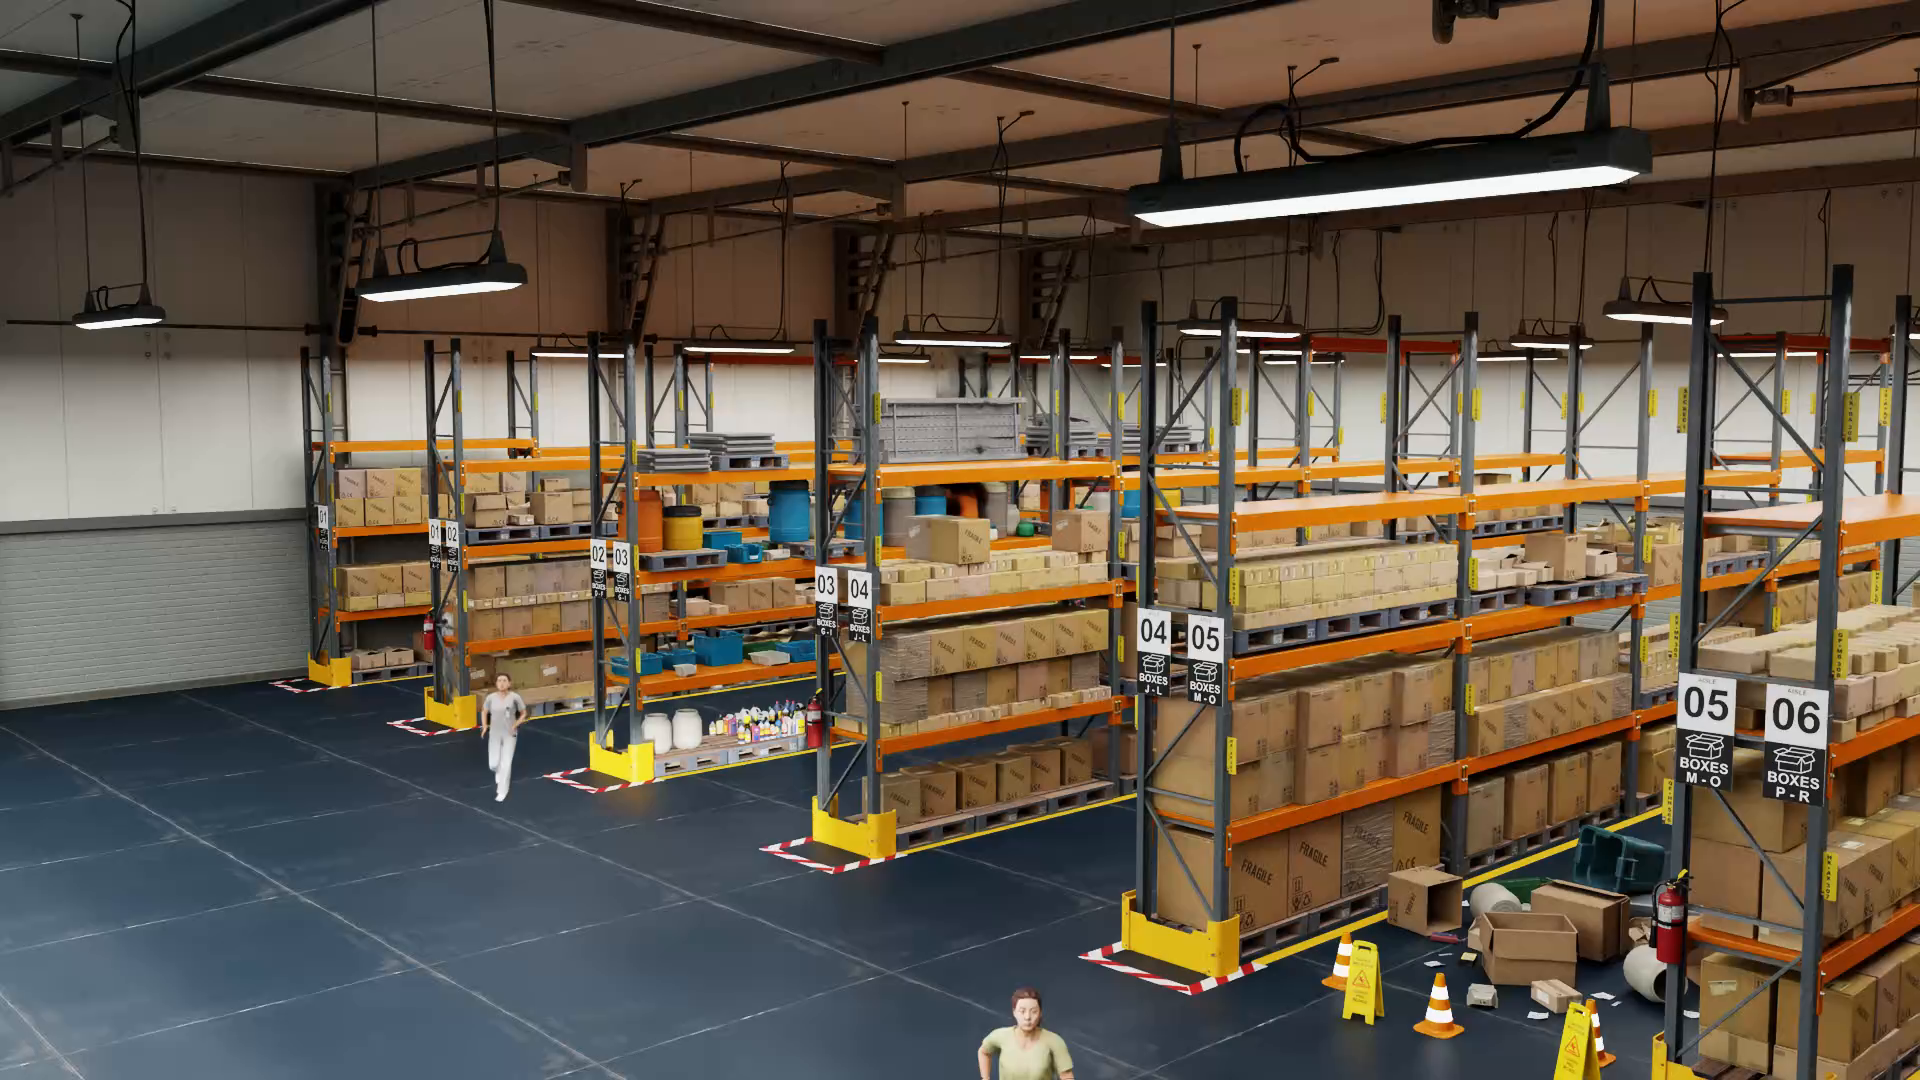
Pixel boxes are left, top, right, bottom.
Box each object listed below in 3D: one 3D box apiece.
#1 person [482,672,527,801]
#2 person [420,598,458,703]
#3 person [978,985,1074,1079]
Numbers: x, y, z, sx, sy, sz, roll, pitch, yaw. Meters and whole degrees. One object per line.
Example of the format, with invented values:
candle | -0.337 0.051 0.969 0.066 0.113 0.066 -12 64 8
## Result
person | -5.834 2.494 21.281 0.576 1.627 0.574 -1 5 -6
person | -8.614 1.863 27.731 0.638 1.834 0.767 4 6 39
person | 0.393 3.456 9.755 0.557 1.699 0.851 0 5 -1
